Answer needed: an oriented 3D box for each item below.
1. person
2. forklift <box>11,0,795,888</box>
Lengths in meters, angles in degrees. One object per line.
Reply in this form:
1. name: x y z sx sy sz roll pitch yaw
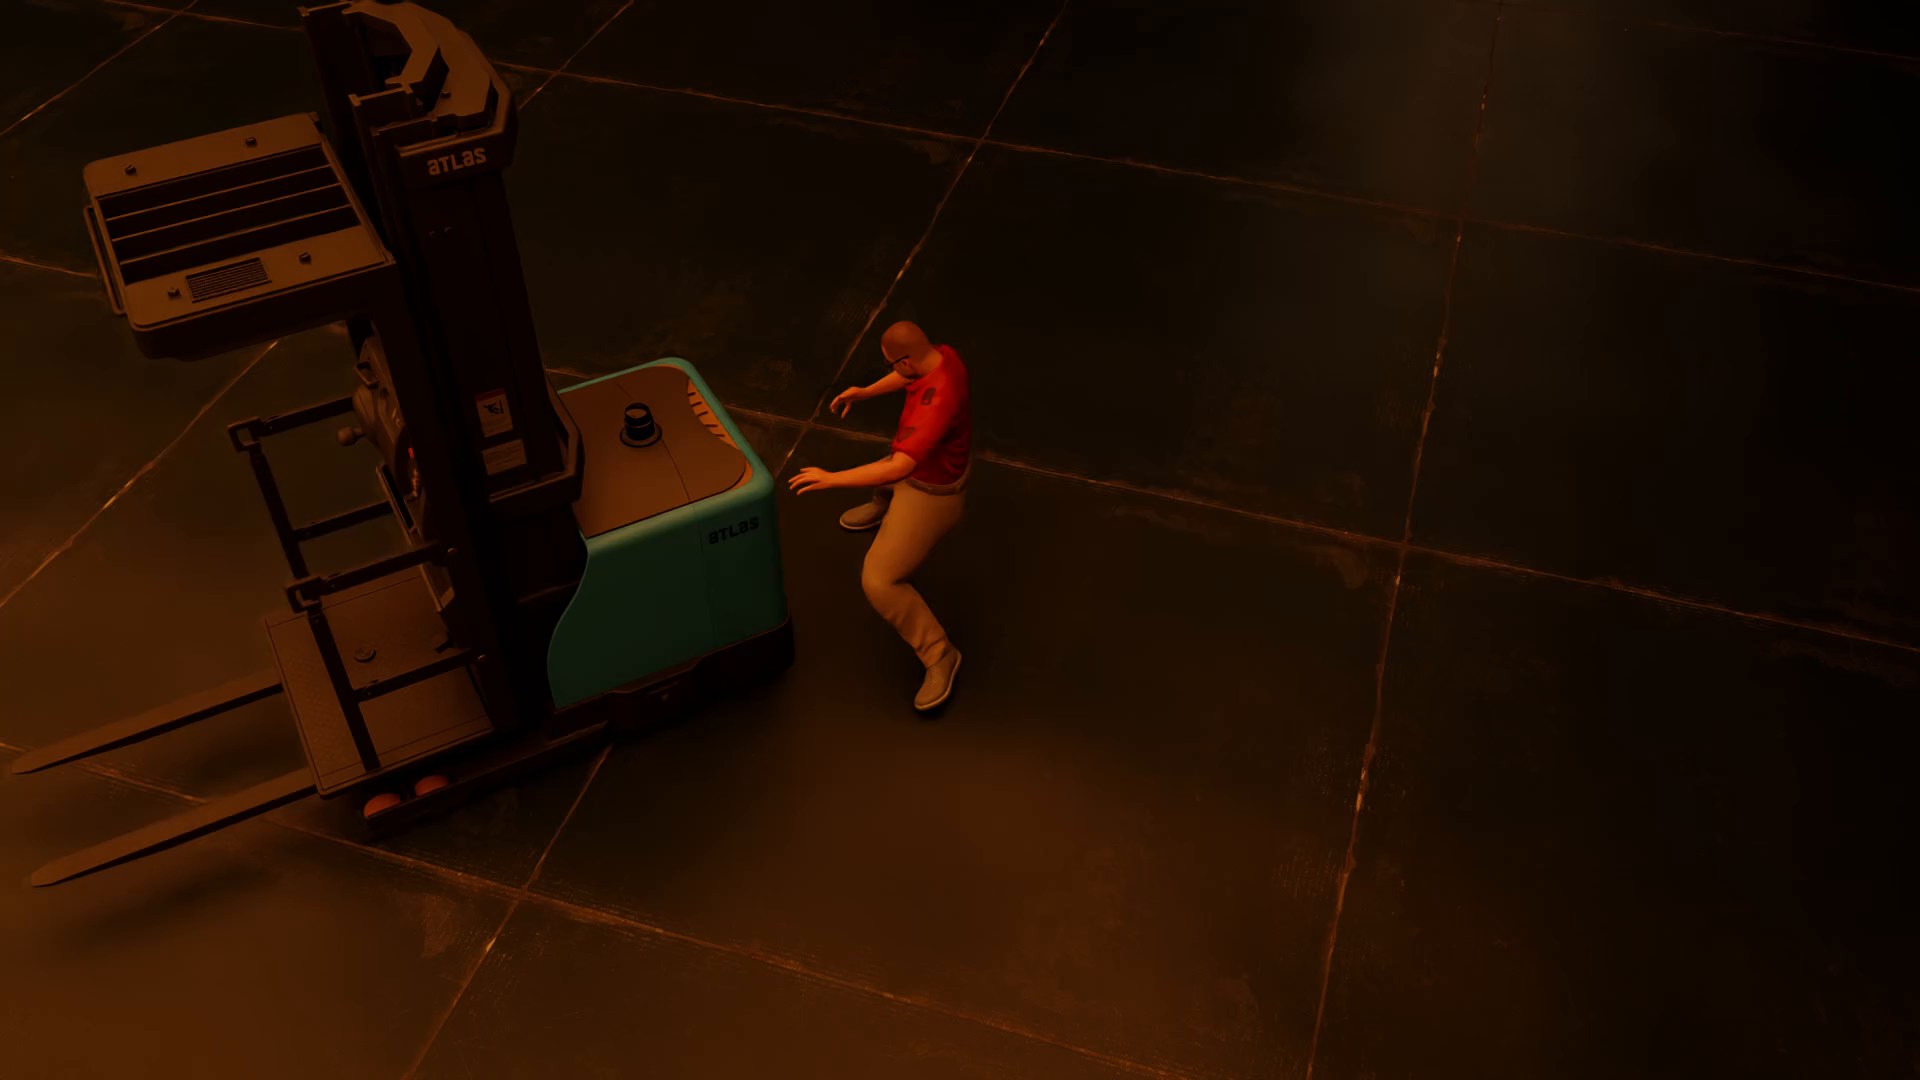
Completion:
1. person: -0.287 -0.257 7.006 0.706 1.512 1.310 5 43 6
2. forklift: -2.259 -0.323 6.036 3.031 2.935 1.130 -20 47 -21
